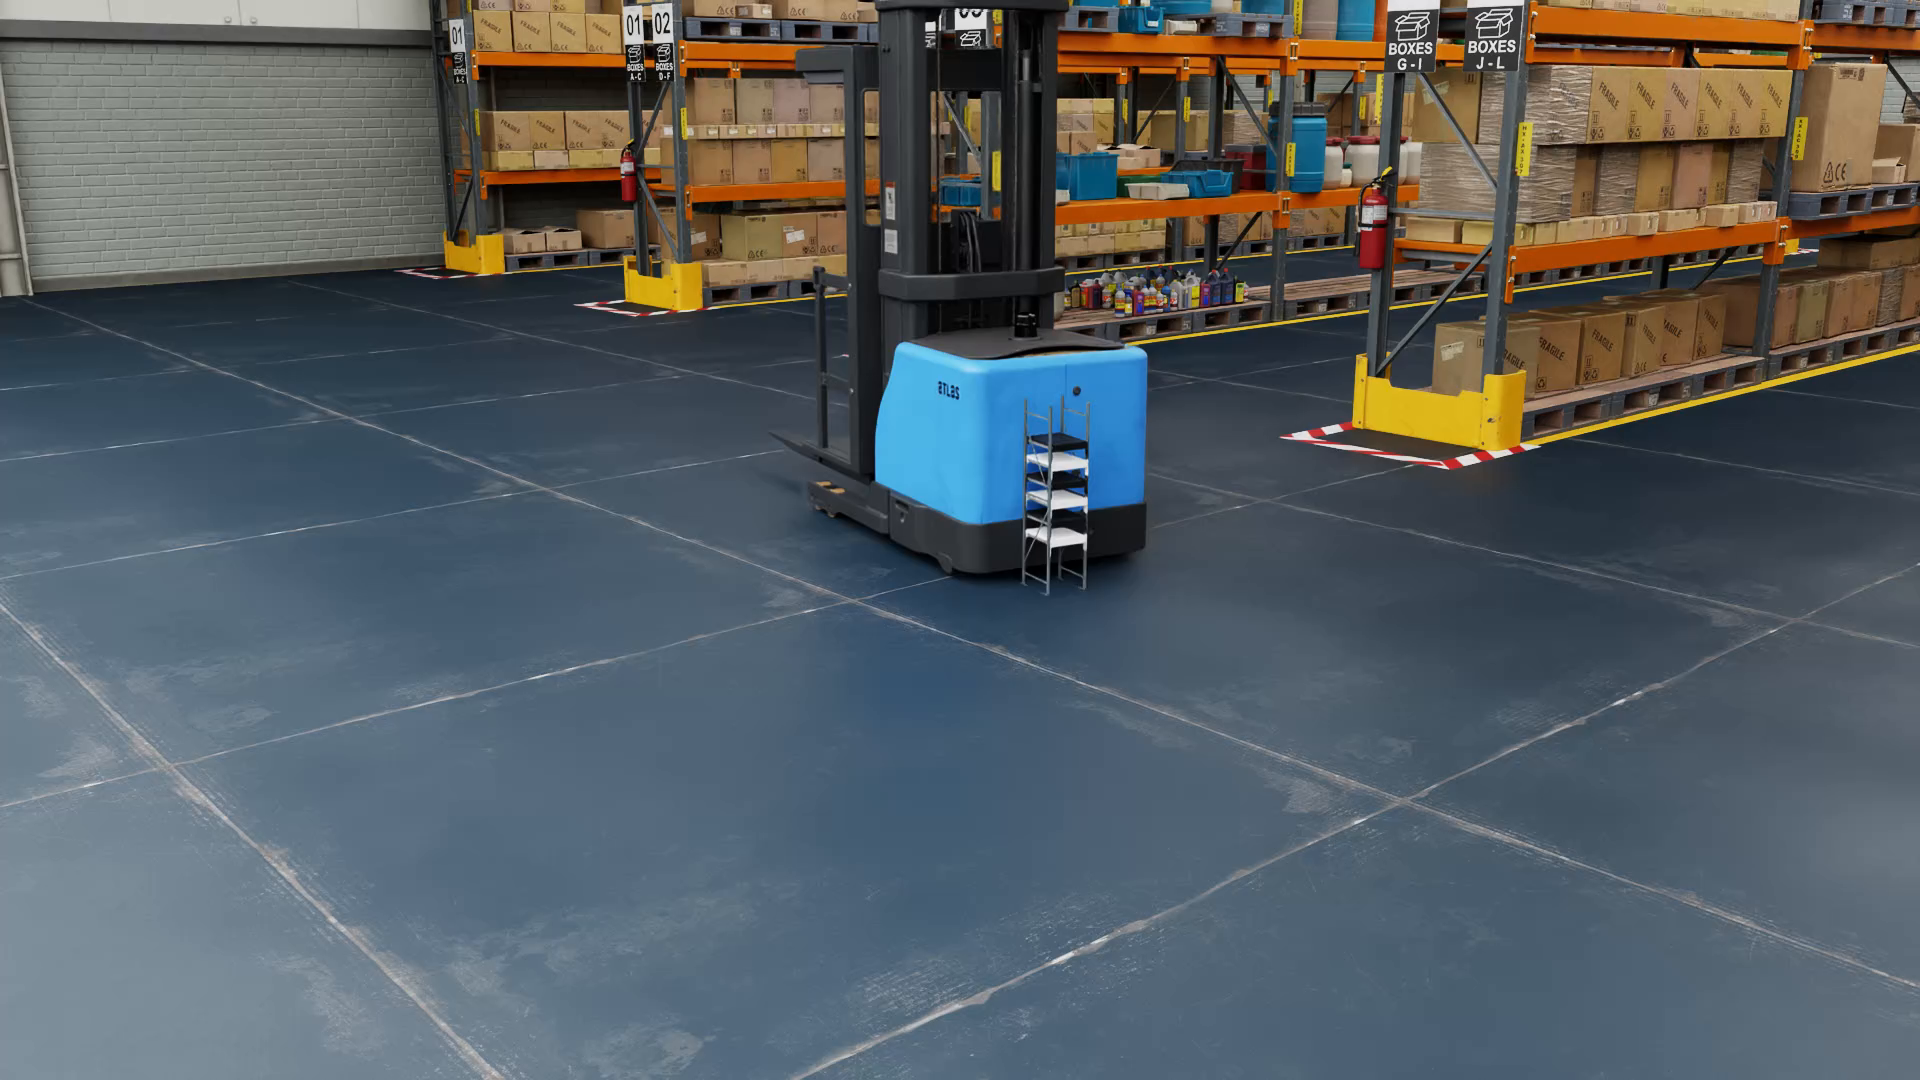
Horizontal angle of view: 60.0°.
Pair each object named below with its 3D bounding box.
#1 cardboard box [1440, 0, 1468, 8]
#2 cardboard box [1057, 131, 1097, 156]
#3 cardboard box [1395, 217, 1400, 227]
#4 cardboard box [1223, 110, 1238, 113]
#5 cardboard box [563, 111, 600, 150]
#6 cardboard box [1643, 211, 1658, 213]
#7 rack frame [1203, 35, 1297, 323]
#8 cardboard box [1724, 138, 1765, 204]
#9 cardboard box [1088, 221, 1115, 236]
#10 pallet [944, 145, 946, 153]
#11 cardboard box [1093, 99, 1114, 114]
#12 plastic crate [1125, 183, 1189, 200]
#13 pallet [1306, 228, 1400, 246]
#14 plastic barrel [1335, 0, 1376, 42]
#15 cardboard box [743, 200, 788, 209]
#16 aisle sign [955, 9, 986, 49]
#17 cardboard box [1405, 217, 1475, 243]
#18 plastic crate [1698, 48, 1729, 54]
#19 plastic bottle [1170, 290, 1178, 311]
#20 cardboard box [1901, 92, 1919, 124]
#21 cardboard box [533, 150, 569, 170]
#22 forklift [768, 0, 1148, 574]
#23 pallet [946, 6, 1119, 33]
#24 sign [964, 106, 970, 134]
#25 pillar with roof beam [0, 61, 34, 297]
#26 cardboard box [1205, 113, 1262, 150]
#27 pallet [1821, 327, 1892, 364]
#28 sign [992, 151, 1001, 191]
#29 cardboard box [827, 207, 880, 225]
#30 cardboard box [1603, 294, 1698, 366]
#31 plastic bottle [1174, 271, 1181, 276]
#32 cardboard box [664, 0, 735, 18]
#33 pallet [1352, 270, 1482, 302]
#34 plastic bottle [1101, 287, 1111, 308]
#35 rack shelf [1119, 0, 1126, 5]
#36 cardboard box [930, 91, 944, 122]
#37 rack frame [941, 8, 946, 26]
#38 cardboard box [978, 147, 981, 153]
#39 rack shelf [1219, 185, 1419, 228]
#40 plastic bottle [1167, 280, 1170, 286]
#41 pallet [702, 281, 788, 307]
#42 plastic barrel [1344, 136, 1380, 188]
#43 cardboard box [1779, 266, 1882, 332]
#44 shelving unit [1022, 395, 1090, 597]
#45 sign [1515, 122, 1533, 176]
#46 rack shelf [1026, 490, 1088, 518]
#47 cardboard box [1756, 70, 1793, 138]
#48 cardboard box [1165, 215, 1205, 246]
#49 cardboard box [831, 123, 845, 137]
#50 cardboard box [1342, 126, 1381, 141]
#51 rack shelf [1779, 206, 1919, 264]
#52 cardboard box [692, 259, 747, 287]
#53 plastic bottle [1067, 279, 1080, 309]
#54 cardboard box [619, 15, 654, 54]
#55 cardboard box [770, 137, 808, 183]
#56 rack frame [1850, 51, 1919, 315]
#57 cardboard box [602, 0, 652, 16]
[{"bbox_3d":[3.400,-3.665,11.136,0.500,0.250,0.500,-12,19,-38],"label":"cardboard box"},{"bbox_3d":[1.483,-5.202,22.220,0.500,0.500,0.500,-14,20,-42],"label":"cardboard box"},{"bbox_3d":[6.860,-5.140,26.819,0.250,0.166,0.380,-13,19,-39],"label":"cardboard box"},{"bbox_3d":[4.599,-7.692,31.152,0.700,0.700,0.980,-13,20,-40],"label":"cardboard box"},{"bbox_3d":[-5.221,-5.540,22.476,0.500,0.500,0.500,-13,20,-41],"label":"cardboard box"},{"bbox_3d":[4.871,-2.341,12.188,0.250,0.149,0.380,-13,19,-39],"label":"cardboard box"},{"bbox_3d":[2.969,-3.799,17.160,0.127,3.000,1.000,-13,19,-39],"label":"rack frame"},{"bbox_3d":[5.840,-2.963,13.258,0.500,0.500,0.875,-13,19,-39],"label":"cardboard box"},{"bbox_3d":[1.734,-4.276,22.373,0.500,0.311,0.500,-13,20,-40],"label":"cardboard box"},{"bbox_3d":[-0.984,-6.171,26.412,1.003,0.211,1.213,-13,19,-39],"label":"pallet"},{"bbox_3d":[2.316,-7.518,28.821,0.500,0.250,0.500,-12,19,-38],"label":"cardboard box"},{"bbox_3d":[1.910,-3.347,15.979,0.437,0.136,0.530,-13,19,-39],"label":"plastic crate"},{"bbox_3d":[6.274,-4.888,26.641,1.213,0.211,1.003,-13,19,-39],"label":"pallet"},{"bbox_3d":[4.197,-5.840,18.018,0.708,0.901,0.600,-13,19,-39],"label":"plastic barrel"},{"bbox_3d":[-2.990,-4.860,25.125,0.500,0.500,0.700,-12,19,-38],"label":"cardboard box"},{"bbox_3d":[0.090,-4.308,14.028,0.004,0.787,0.394,-13,19,-39],"label":"aisle sign"},{"bbox_3d":[3.282,-2.124,11.377,0.250,0.149,0.380,-13,19,-39],"label":"cardboard box"},{"bbox_3d":[10.121,-6.697,22.451,0.590,0.269,0.497,-13,19,-39],"label":"plastic crate"},{"bbox_3d":[2.088,-2.355,16.324,0.097,0.201,0.097,0,15,0],"label":"plastic bottle"},{"bbox_3d":[9.800,-4.166,16.396,0.637,0.503,0.797,-12,19,-38],"label":"cardboard box"},{"bbox_3d":[-5.593,-5.099,22.278,0.500,0.250,0.500,-13,20,-41],"label":"cardboard box"},{"bbox_3d":[-0.203,-1.586,9.009,1.130,2.935,3.031,-8,17,-27],"label":"forklift"},{"bbox_3d":[0.640,-4.600,14.714,1.213,0.211,1.003,-13,19,-39],"label":"pallet"},{"bbox_3d":[0.086,-5.113,20.247,0.005,0.325,0.100,-13,19,-39],"label":"sign"},{"bbox_3d":[-8.292,-6.381,15.201,0.400,9.000,9.100,-13,19,-39],"label":"pillar with roof beam"},{"bbox_3d":[3.954,-5.939,24.164,0.500,0.500,0.700,-9,17,-29],"label":"cardboard box"},{"bbox_3d":[7.728,-1.827,15.182,1.213,0.211,1.003,-13,19,-39],"label":"pallet"},{"bbox_3d":[0.309,-3.147,14.183,0.005,0.325,0.100,-13,19,-39],"label":"sign"},{"bbox_3d":[-1.246,-3.712,19.894,0.500,0.500,0.500,-13,19,-39],"label":"cardboard box"},{"bbox_3d":[5.465,-1.671,13.225,0.500,0.500,0.500,-6,16,-22],"label":"cardboard box"},{"bbox_3d":[2.215,-2.667,17.347,0.135,0.276,0.152,-12,19,-37],"label":"plastic bottle"},{"bbox_3d":[-2.861,-5.952,18.124,0.637,0.503,0.797,-11,18,-36],"label":"cardboard box"},{"bbox_3d":[5.377,-3.006,19.593,1.213,0.211,1.003,-13,19,-39],"label":"pallet"},{"bbox_3d":[1.458,-2.418,16.560,0.097,0.201,0.097,0,15,0],"label":"plastic bottle"},{"bbox_3d":[0.992,-9.102,27.556,4.000,0.370,1.077,-13,19,-39],"label":"rack shelf"},{"bbox_3d":[-0.610,-5.363,20.306,0.500,0.500,0.700,-13,19,-39],"label":"cardboard box"},{"bbox_3d":[-0.517,-9.304,26.143,0.127,3.000,1.000,-13,19,-39],"label":"rack frame"},{"bbox_3d":[0.336,-6.374,27.247,0.250,0.149,0.380,-12,19,-38],"label":"cardboard box"},{"bbox_3d":[4.478,-3.790,18.521,4.000,0.370,1.077,-13,19,-39],"label":"rack shelf"},{"bbox_3d":[2.089,-2.441,16.485,0.133,0.283,0.061,-13,19,-39],"label":"plastic bottle"},{"bbox_3d":[-2.748,-2.877,19.111,1.213,0.211,1.003,-13,19,-39],"label":"pallet"},{"bbox_3d":[4.388,-4.108,18.054,0.433,0.535,0.433,0,15,0],"label":"plastic barrel"},{"bbox_3d":[7.912,-2.206,15.187,0.500,0.500,0.700,-11,18,-35],"label":"cardboard box"},{"bbox_3d":[0.446,-0.209,7.789,0.210,0.900,0.258,-8,17,-28],"label":"shelving unit"},{"bbox_3d":[3.559,-2.470,10.506,0.005,0.325,0.100,-13,19,-39],"label":"sign"},{"bbox_3d":[0.446,-0.177,7.798,0.200,0.077,0.258,-8,17,-28],"label":"rack shelf"},{"bbox_3d":[6.062,-3.380,12.884,0.500,0.500,0.500,-13,19,-39],"label":"cardboard box"},{"bbox_3d":[3.269,-4.468,23.655,0.500,0.500,0.500,-12,19,-37],"label":"cardboard box"},{"bbox_3d":[-1.501,-4.777,19.372,0.250,0.149,0.380,-12,19,-38],"label":"cardboard box"},{"bbox_3d":[6.319,-6.201,25.958,0.500,0.500,0.500,-12,19,-38],"label":"cardboard box"},{"bbox_3d":[7.729,-2.826,14.911,4.000,0.370,1.077,-13,19,-39],"label":"rack shelf"},{"bbox_3d":[-2.747,-3.008,18.714,0.500,0.250,0.500,-13,19,-39],"label":"cardboard box"},{"bbox_3d":[1.125,-2.441,16.488,0.133,0.283,0.061,-12,19,-38],"label":"plastic bottle"},{"bbox_3d":[-4.536,-6.917,22.787,0.500,0.500,0.500,-14,20,-41],"label":"cardboard box"},{"bbox_3d":[-2.165,-4.384,19.156,0.500,0.500,0.700,-12,19,-39],"label":"cardboard box"},{"bbox_3d":[9.238,-3.512,16.087,0.127,3.000,1.000,-13,19,-39],"label":"rack frame"},{"bbox_3d":[-4.528,-7.395,22.639,0.500,0.500,0.500,-14,20,-41],"label":"cardboard box"}]
